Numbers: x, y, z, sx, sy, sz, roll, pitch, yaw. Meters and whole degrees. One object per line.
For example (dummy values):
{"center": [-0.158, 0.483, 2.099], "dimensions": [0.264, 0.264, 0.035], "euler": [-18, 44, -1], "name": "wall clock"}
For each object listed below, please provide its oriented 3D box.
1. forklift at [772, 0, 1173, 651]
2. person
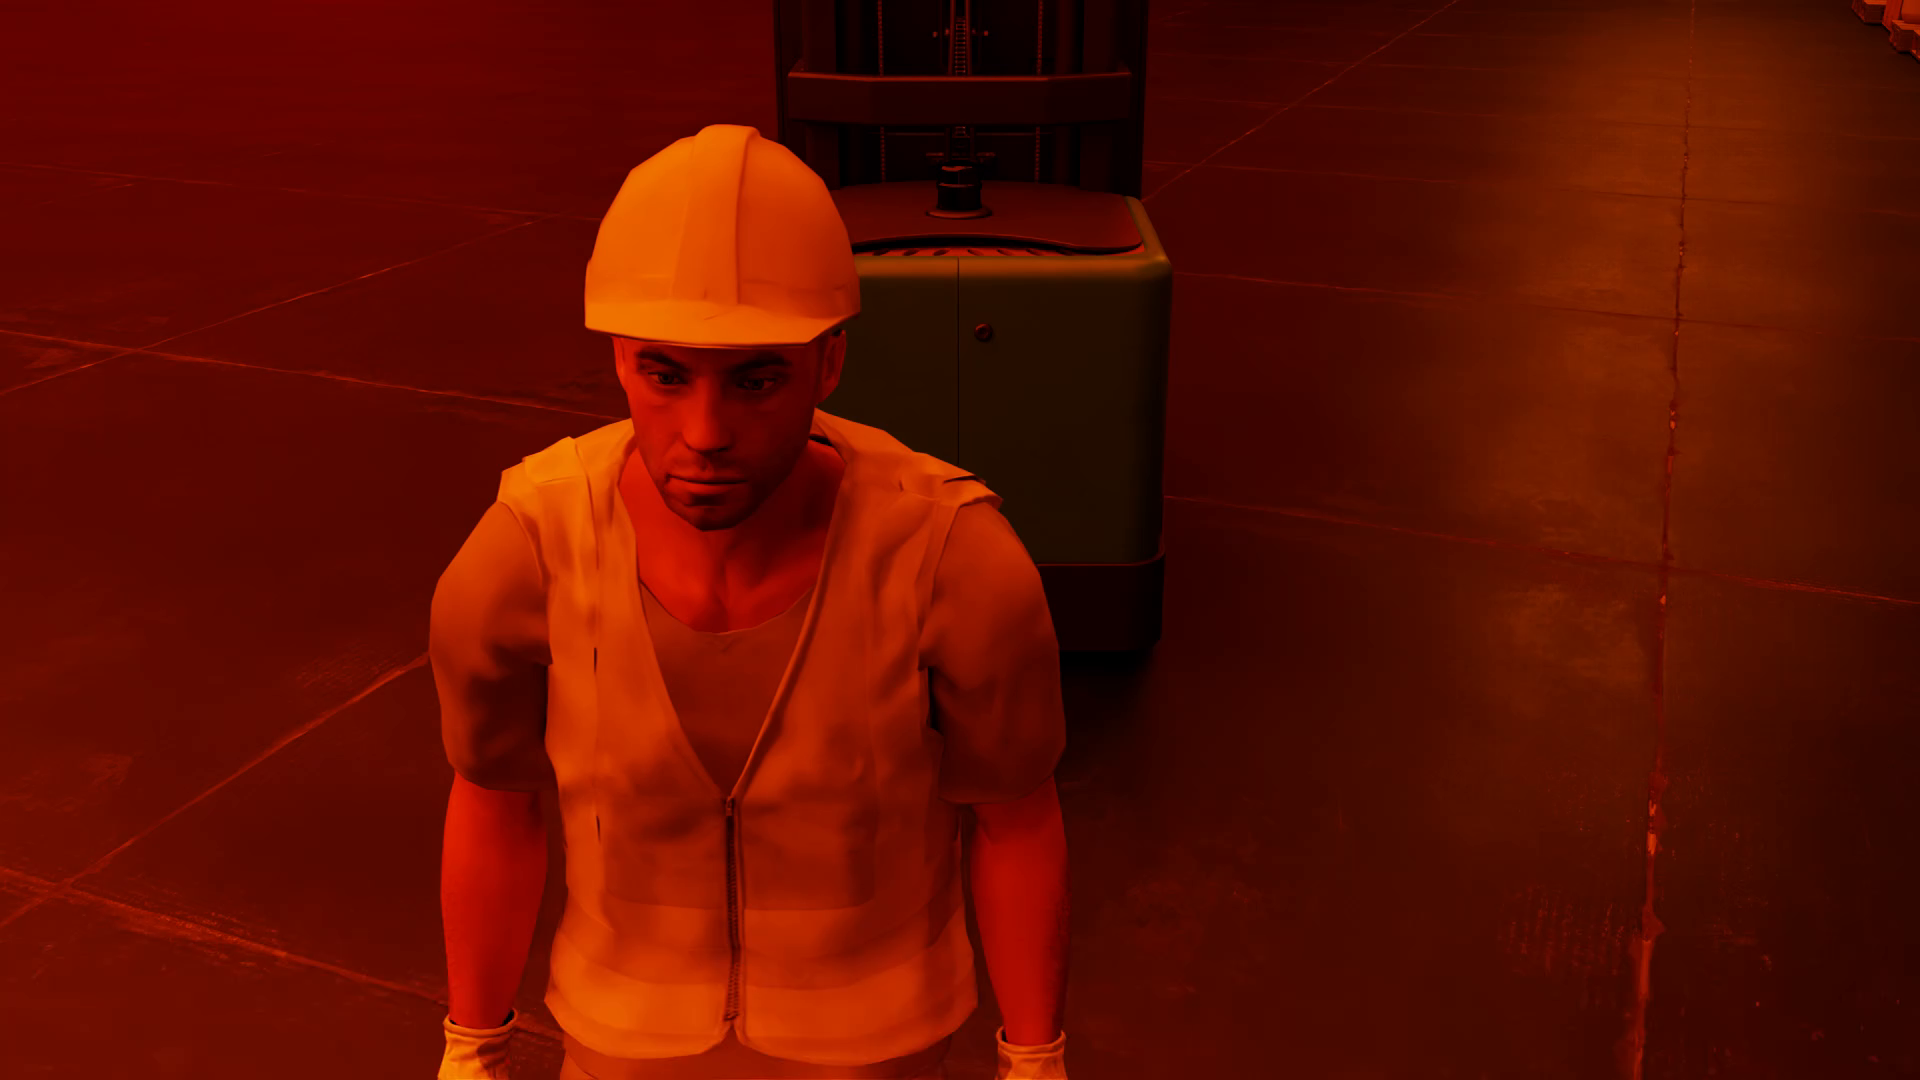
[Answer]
{"center": [0.002, -1.587, 5.089], "dimensions": [1.130, 2.935, 3.031], "euler": [0, 23, 0], "name": "forklift"}
{"center": [-0.193, 0.502, 1.587], "dimensions": [0.622, 1.781, 0.445], "euler": [1, 23, 2], "name": "person"}
